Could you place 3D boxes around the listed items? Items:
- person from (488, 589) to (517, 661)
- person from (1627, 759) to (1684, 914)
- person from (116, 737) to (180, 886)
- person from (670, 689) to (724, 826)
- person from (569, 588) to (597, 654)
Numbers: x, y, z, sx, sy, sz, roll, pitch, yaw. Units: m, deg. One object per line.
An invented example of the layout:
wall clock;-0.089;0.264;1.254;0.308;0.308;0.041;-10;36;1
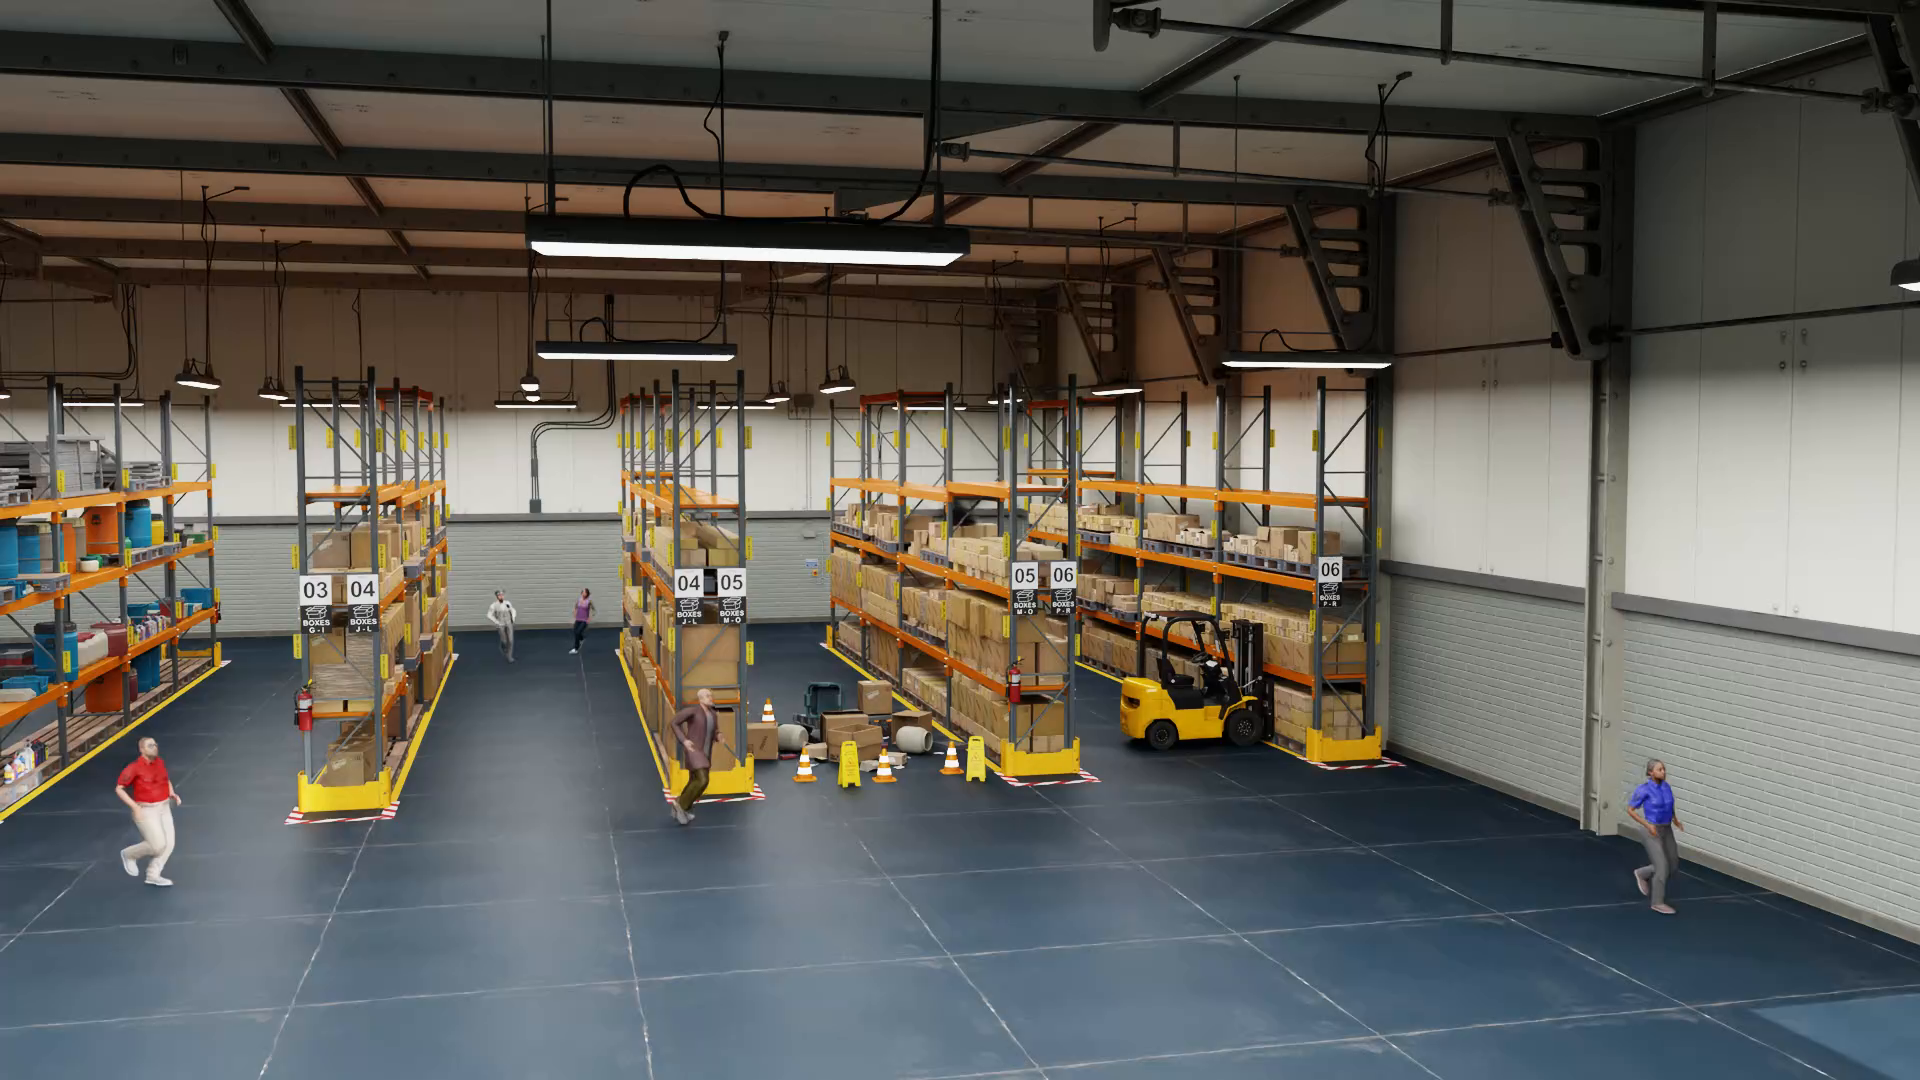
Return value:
person;-10.417;1.936;37.886;0.648;1.650;0.603;-2;4;-31
person;7.400;3.136;17.760;0.577;1.605;0.644;-1;4;-22
person;-9.118;3.057;18.731;0.592;1.667;0.679;1;4;18
person;-3.421;2.831;21.873;0.722;1.753;0.730;2;4;31
person;-8.866;1.898;39.192;0.589;1.532;0.650;1;4;15
